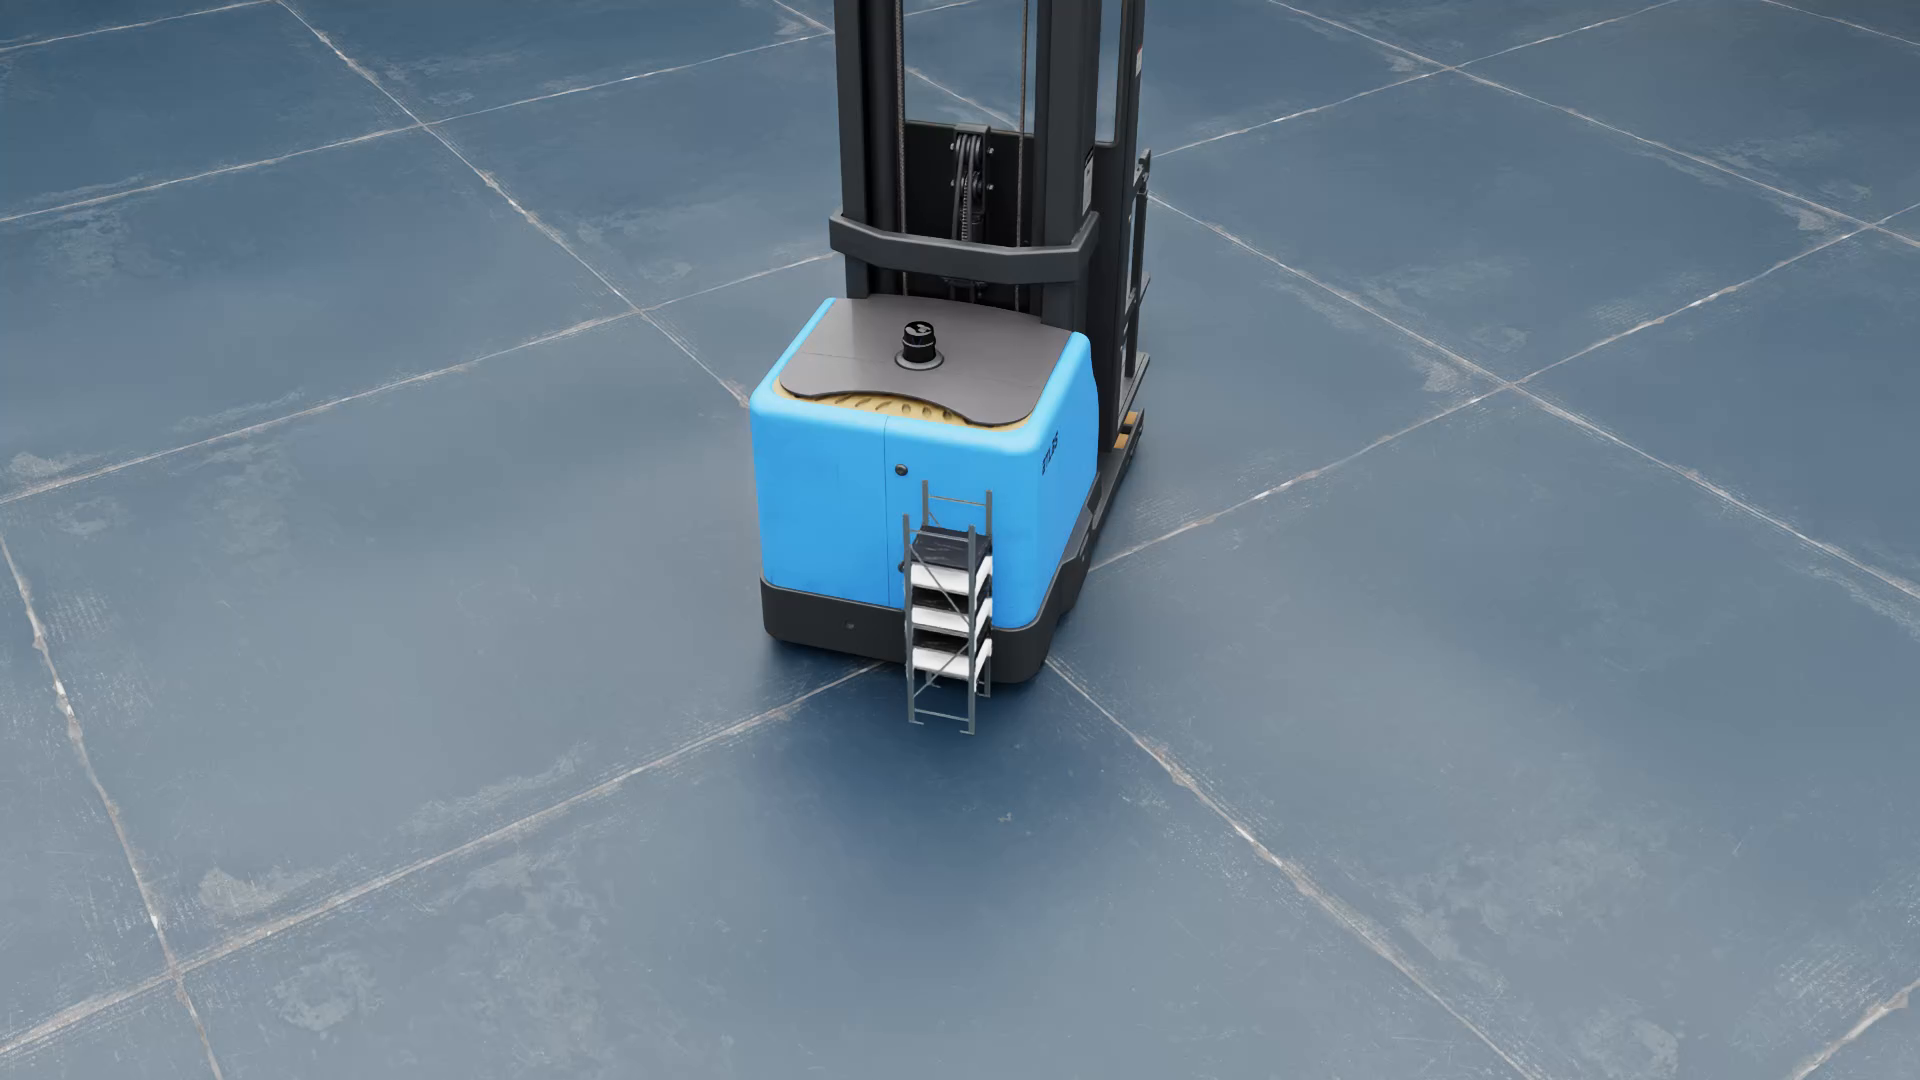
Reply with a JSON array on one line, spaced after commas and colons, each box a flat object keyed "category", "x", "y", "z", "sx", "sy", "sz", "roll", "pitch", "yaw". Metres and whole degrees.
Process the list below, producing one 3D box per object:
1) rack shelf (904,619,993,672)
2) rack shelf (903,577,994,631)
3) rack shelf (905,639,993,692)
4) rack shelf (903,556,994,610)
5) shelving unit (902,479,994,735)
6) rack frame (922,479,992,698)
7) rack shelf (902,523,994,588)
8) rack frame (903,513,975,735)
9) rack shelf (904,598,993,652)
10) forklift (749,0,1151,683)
[{"category": "rack shelf", "x": -0.037, "y": 0.339, "z": 5.717, "sx": 0.258, "sy": 0.077, "sz": 0.200, "roll": 10, "pitch": 38, "yaw": 13}, {"category": "rack shelf", "x": -0.038, "y": 0.194, "z": 5.610, "sx": 0.258, "sy": 0.077, "sz": 0.200, "roll": 10, "pitch": 38, "yaw": 13}, {"category": "rack shelf", "x": -0.037, "y": 0.412, "z": 5.770, "sx": 0.258, "sy": 0.077, "sz": 0.200, "roll": 10, "pitch": 38, "yaw": 13}, {"category": "rack shelf", "x": -0.038, "y": 0.122, "z": 5.557, "sx": 0.258, "sy": 0.077, "sz": 0.200, "roll": 10, "pitch": 38, "yaw": 13}, {"category": "shelving unit", "x": -0.037, "y": 0.240, "z": 5.644, "sx": 0.258, "sy": 0.900, "sz": 0.210, "roll": 10, "pitch": 38, "yaw": 13}, {"category": "rack frame", "x": -0.009, "y": 0.182, "z": 5.722, "sx": 0.240, "sy": 0.900, "sz": 0.006, "roll": 10, "pitch": 38, "yaw": 13}, {"category": "rack shelf", "x": -0.038, "y": 0.049, "z": 5.503, "sx": 0.258, "sy": 0.077, "sz": 0.200, "roll": 10, "pitch": 38, "yaw": 13}, {"category": "rack frame", "x": -0.066, "y": 0.298, "z": 5.565, "sx": 0.240, "sy": 0.900, "sz": 0.006, "roll": 10, "pitch": 38, "yaw": 13}, {"category": "rack shelf", "x": -0.037, "y": 0.267, "z": 5.663, "sx": 0.258, "sy": 0.077, "sz": 0.200, "roll": 10, "pitch": 38, "yaw": 13}, {"category": "forklift", "x": 0.178, "y": -1.540, "z": 6.381, "sx": 1.130, "sy": 2.935, "sz": 3.031, "roll": 10, "pitch": 37, "yaw": 13}]
